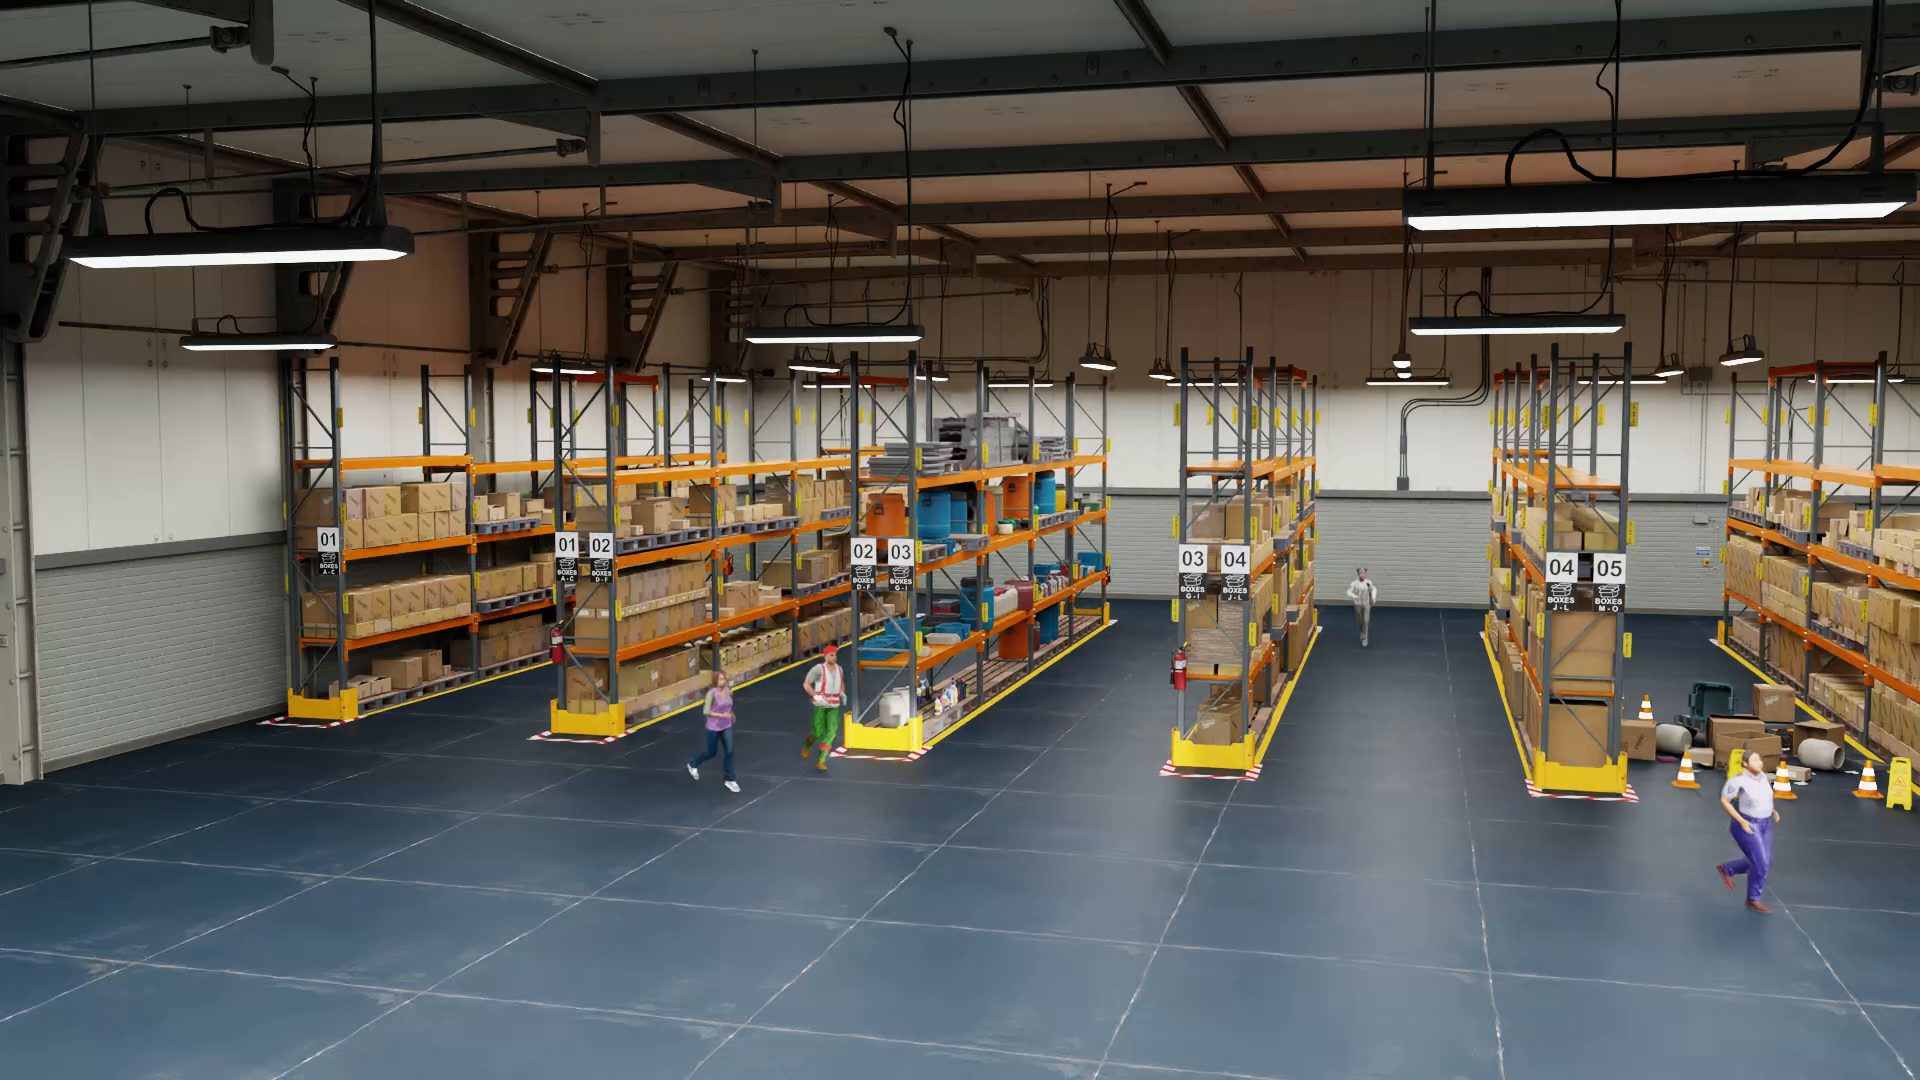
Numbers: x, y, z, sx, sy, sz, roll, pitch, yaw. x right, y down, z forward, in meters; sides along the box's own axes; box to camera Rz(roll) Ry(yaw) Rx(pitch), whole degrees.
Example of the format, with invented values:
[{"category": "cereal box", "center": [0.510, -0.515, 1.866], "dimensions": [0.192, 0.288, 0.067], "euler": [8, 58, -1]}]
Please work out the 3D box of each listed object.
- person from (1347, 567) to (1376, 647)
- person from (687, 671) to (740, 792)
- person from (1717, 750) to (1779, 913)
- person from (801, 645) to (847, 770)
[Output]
[{"category": "person", "center": [8.862, 1.446, 36.684], "dimensions": [0.638, 1.708, 0.930], "euler": [1, 4, 11]}, {"category": "person", "center": [-3.292, 2.558, 22.465], "dimensions": [0.882, 1.603, 0.550], "euler": [4, 6, 42]}, {"category": "person", "center": [8.085, 2.955, 17.085], "dimensions": [0.602, 1.634, 0.668], "euler": [-2, 5, -28]}, {"category": "person", "center": [-1.940, 2.377, 23.933], "dimensions": [0.697, 1.750, 0.751], "euler": [-3, 5, -33]}]
